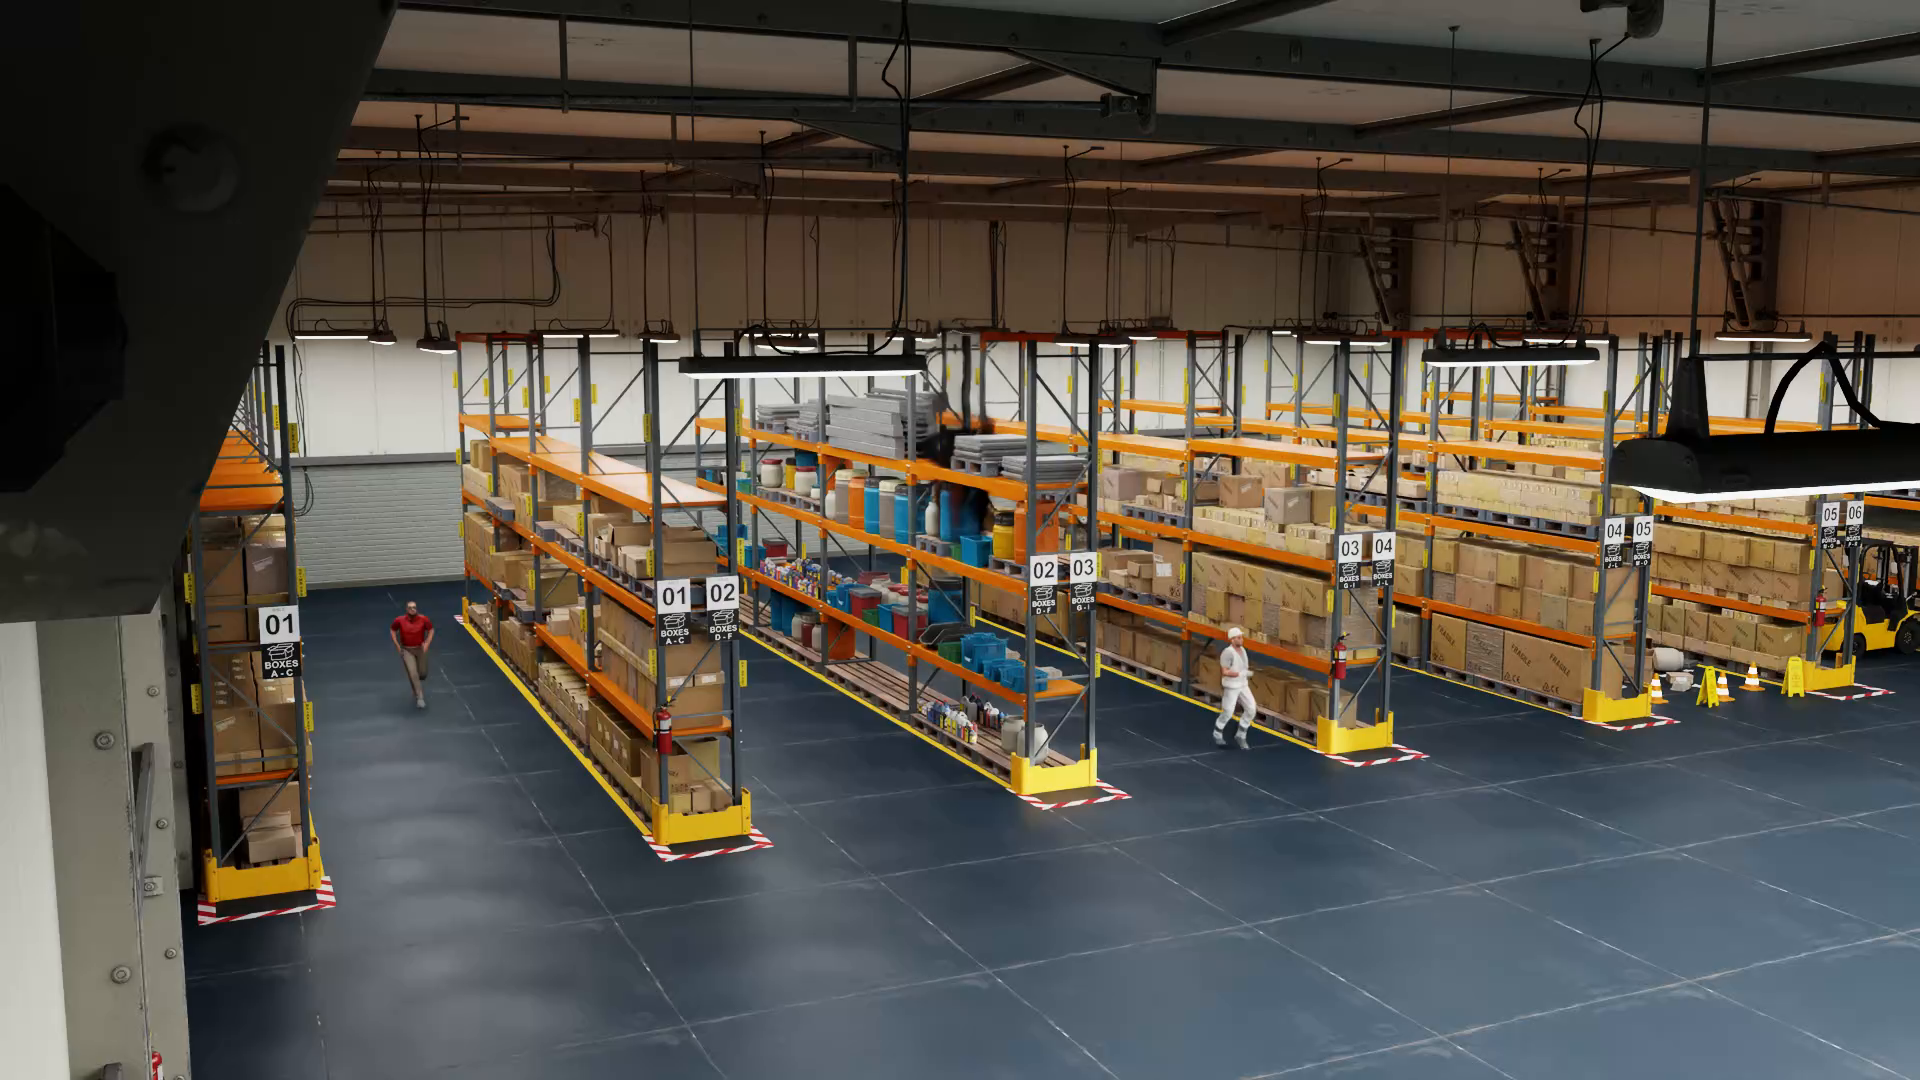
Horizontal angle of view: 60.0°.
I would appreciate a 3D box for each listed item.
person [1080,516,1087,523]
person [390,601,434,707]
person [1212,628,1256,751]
[{"bbox_3d":[3.133,-0.093,41.640,0.765,1.683,0.655,-1,8,-9],"label":"person"},{"bbox_3d":[-8.966,1.839,27.267,0.688,1.716,0.840,-4,9,-26],"label":"person"},{"bbox_3d":[4.019,2.183,24.262,0.659,1.831,0.764,-6,10,-39],"label":"person"}]
